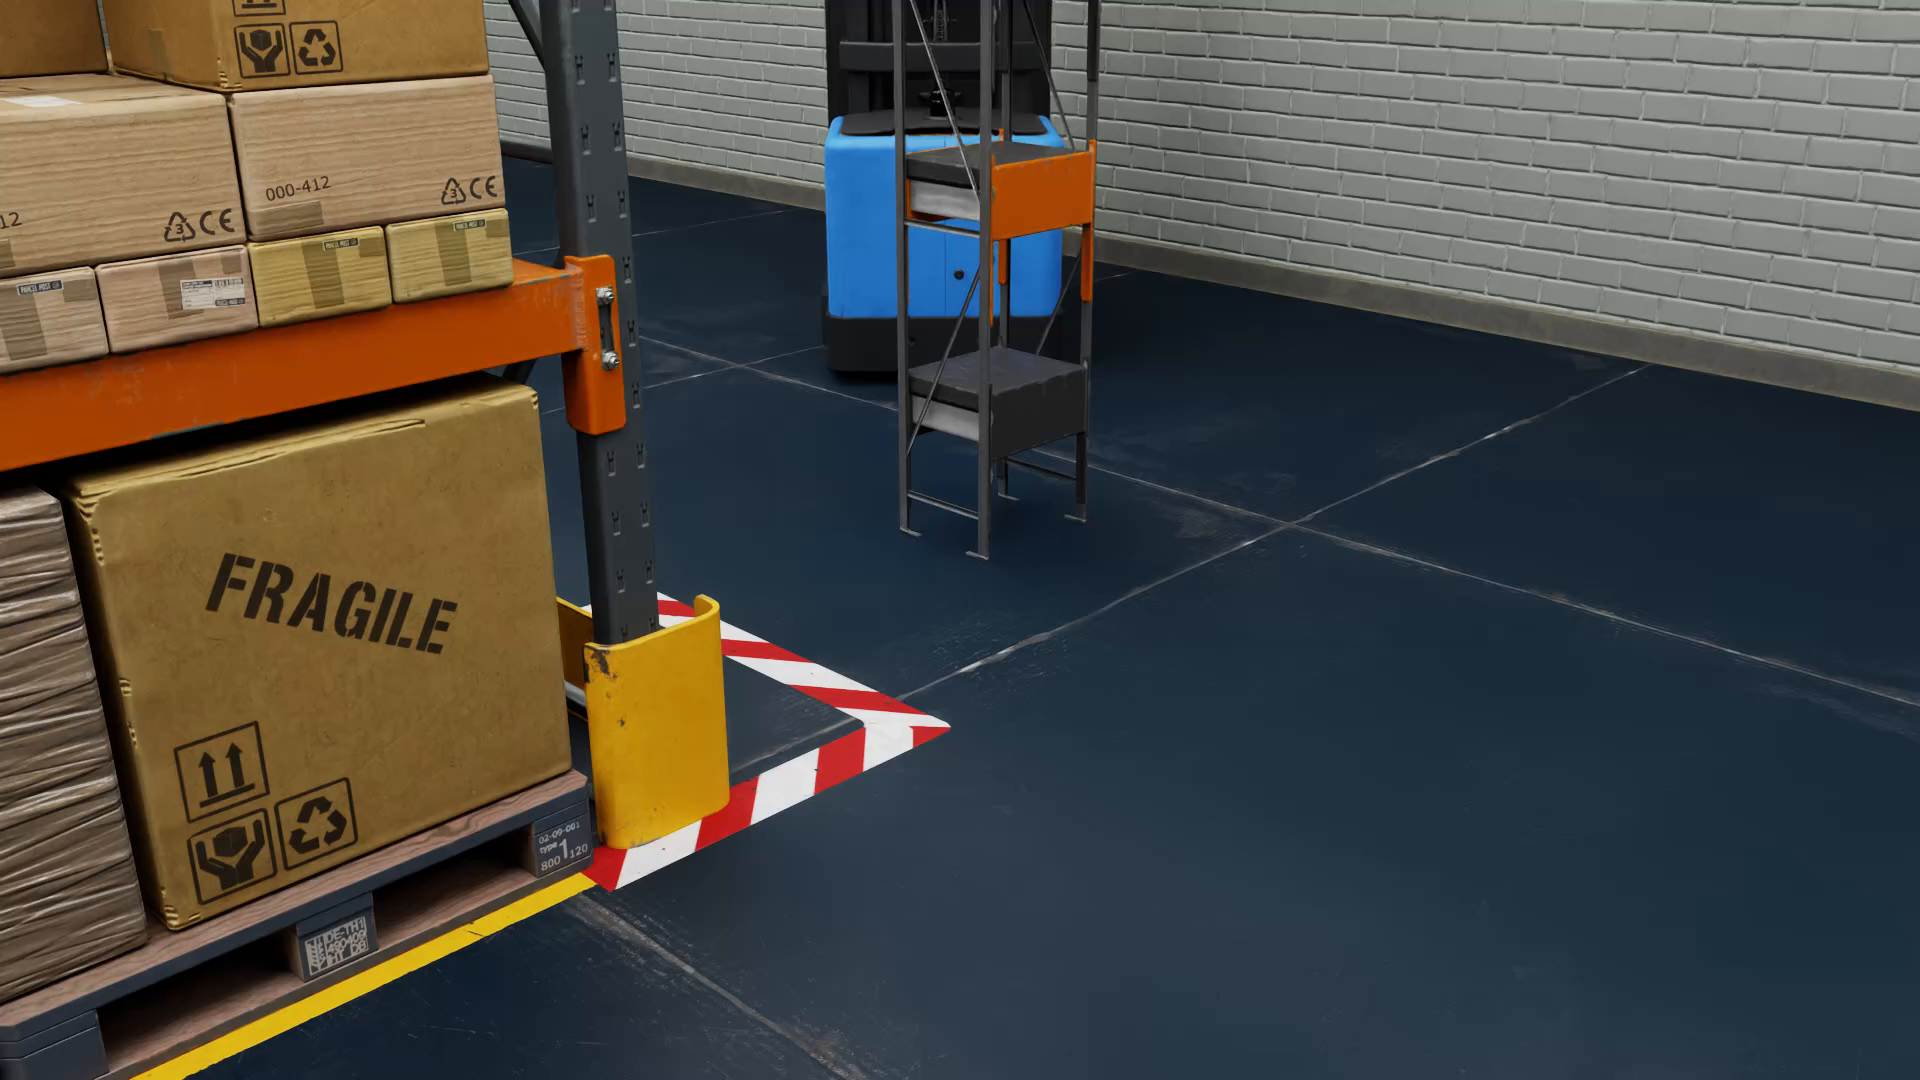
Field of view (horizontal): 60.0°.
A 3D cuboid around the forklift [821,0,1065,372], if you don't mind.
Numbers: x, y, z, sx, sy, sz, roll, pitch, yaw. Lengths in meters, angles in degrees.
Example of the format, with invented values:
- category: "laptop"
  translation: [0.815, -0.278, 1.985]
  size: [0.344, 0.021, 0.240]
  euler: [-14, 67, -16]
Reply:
- category: "forklift"
  translation: [-0.111, -2.586, 8.218]
  size: [1.130, 2.935, 3.031]
  euler: [-1, 21, -2]

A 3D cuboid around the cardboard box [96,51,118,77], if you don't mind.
- category: "cardboard box"
  translation: [-1.604, -0.889, 3.501]
  size: [0.500, 0.250, 0.500]
  euler: [18, 28, 39]

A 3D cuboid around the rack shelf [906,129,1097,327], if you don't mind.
- category: "rack shelf"
  translation: [0.115, -1.010, 5.313]
  size: [0.431, 0.518, 0.480]
  euler: [19, 28, 41]

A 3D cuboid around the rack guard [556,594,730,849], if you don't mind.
- category: "rack guard"
  translation: [-1.059, 0.285, 4.137]
  size: [1.175, 0.500, 0.348]
  euler: [19, 28, 41]

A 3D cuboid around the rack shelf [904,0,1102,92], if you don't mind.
- category: "rack shelf"
  translation: [0.116, -1.663, 5.062]
  size: [0.431, 0.518, 0.480]
  euler: [19, 28, 41]

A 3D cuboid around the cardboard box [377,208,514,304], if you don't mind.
- category: "cardboard box"
  translation: [-1.088, -0.585, 3.265]
  size: [0.250, 0.149, 0.380]
  euler: [-20, 28, -41]

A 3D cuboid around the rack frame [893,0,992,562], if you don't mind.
- category: "rack frame"
  translation: [-0.055, -0.960, 5.145]
  size: [0.400, 2.100, 0.015]
  euler: [19, 28, 41]

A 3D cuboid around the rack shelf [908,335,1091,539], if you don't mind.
- category: "rack shelf"
  translation: [0.115, -0.357, 5.565]
  size: [0.431, 0.518, 0.480]
  euler: [19, 28, 41]

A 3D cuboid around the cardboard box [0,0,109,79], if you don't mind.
- category: "cardboard box"
  translation: [-1.953, -1.110, 3.032]
  size: [0.500, 0.500, 0.500]
  euler: [18, 28, 39]

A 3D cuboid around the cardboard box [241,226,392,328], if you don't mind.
- category: "cardboard box"
  translation: [-1.268, -0.517, 3.090]
  size: [0.380, 0.149, 0.250]
  euler: [20, 28, 41]

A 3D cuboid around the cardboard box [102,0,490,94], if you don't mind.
- category: "cardboard box"
  translation: [-1.227, -1.104, 3.014]
  size: [0.500, 0.500, 0.500]
  euler: [20, 29, 41]

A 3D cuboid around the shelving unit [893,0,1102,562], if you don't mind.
- category: "shelving unit"
  translation: [0.115, -1.023, 5.309]
  size: [0.431, 2.100, 0.503]
  euler: [19, 28, 41]

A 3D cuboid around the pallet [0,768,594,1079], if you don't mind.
- category: "pallet"
  translation: [-1.577, 0.651, 3.587]
  size: [1.003, 0.211, 1.213]
  euler: [19, 28, 41]

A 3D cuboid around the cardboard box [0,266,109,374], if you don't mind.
- category: "cardboard box"
  translation: [-1.620, -0.389, 2.756]
  size: [0.250, 0.149, 0.380]
  euler: [-20, 28, -41]

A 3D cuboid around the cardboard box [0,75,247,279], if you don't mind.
- category: "cardboard box"
  translation: [-1.578, -0.623, 2.810]
  size: [0.500, 0.250, 0.500]
  euler: [19, 28, 40]

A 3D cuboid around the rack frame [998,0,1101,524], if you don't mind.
- category: "rack frame"
  translation: [0.286, -1.085, 5.472]
  size: [0.400, 2.100, 0.015]
  euler: [19, 28, 41]

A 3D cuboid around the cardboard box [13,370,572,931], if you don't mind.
- category: "cardboard box"
  translation: [-1.465, 0.104, 3.498]
  size: [0.875, 0.875, 0.875]
  euler: [19, 28, 41]

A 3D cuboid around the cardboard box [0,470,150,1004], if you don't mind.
- category: "cardboard box"
  translation: [-2.100, 0.338, 2.889]
  size: [0.875, 0.875, 0.875]
  euler: [19, 28, 41]

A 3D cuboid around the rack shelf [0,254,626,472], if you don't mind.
- category: "rack shelf"
  translation: [-2.471, -0.026, 2.464]
  size: [1.077, 0.370, 4.000]
  euler: [19, 28, 41]

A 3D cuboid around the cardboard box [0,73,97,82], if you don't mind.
- category: "cardboard box"
  translation: [-1.962, -0.754, 3.149]
  size: [0.500, 0.250, 0.500]
  euler: [19, 28, 40]

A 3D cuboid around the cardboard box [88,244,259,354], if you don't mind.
- category: "cardboard box"
  translation: [-1.445, -0.453, 2.922]
  size: [0.380, 0.149, 0.250]
  euler: [19, 28, 41]

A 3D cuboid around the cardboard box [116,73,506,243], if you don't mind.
- category: "cardboard box"
  translation: [-1.224, -0.754, 3.149]
  size: [0.500, 0.250, 0.500]
  euler: [19, 28, 40]

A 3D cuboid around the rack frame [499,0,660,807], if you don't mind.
- category: "rack frame"
  translation: [-1.076, -0.876, 3.672]
  size: [1.000, 3.000, 0.127]
  euler: [19, 28, 41]
